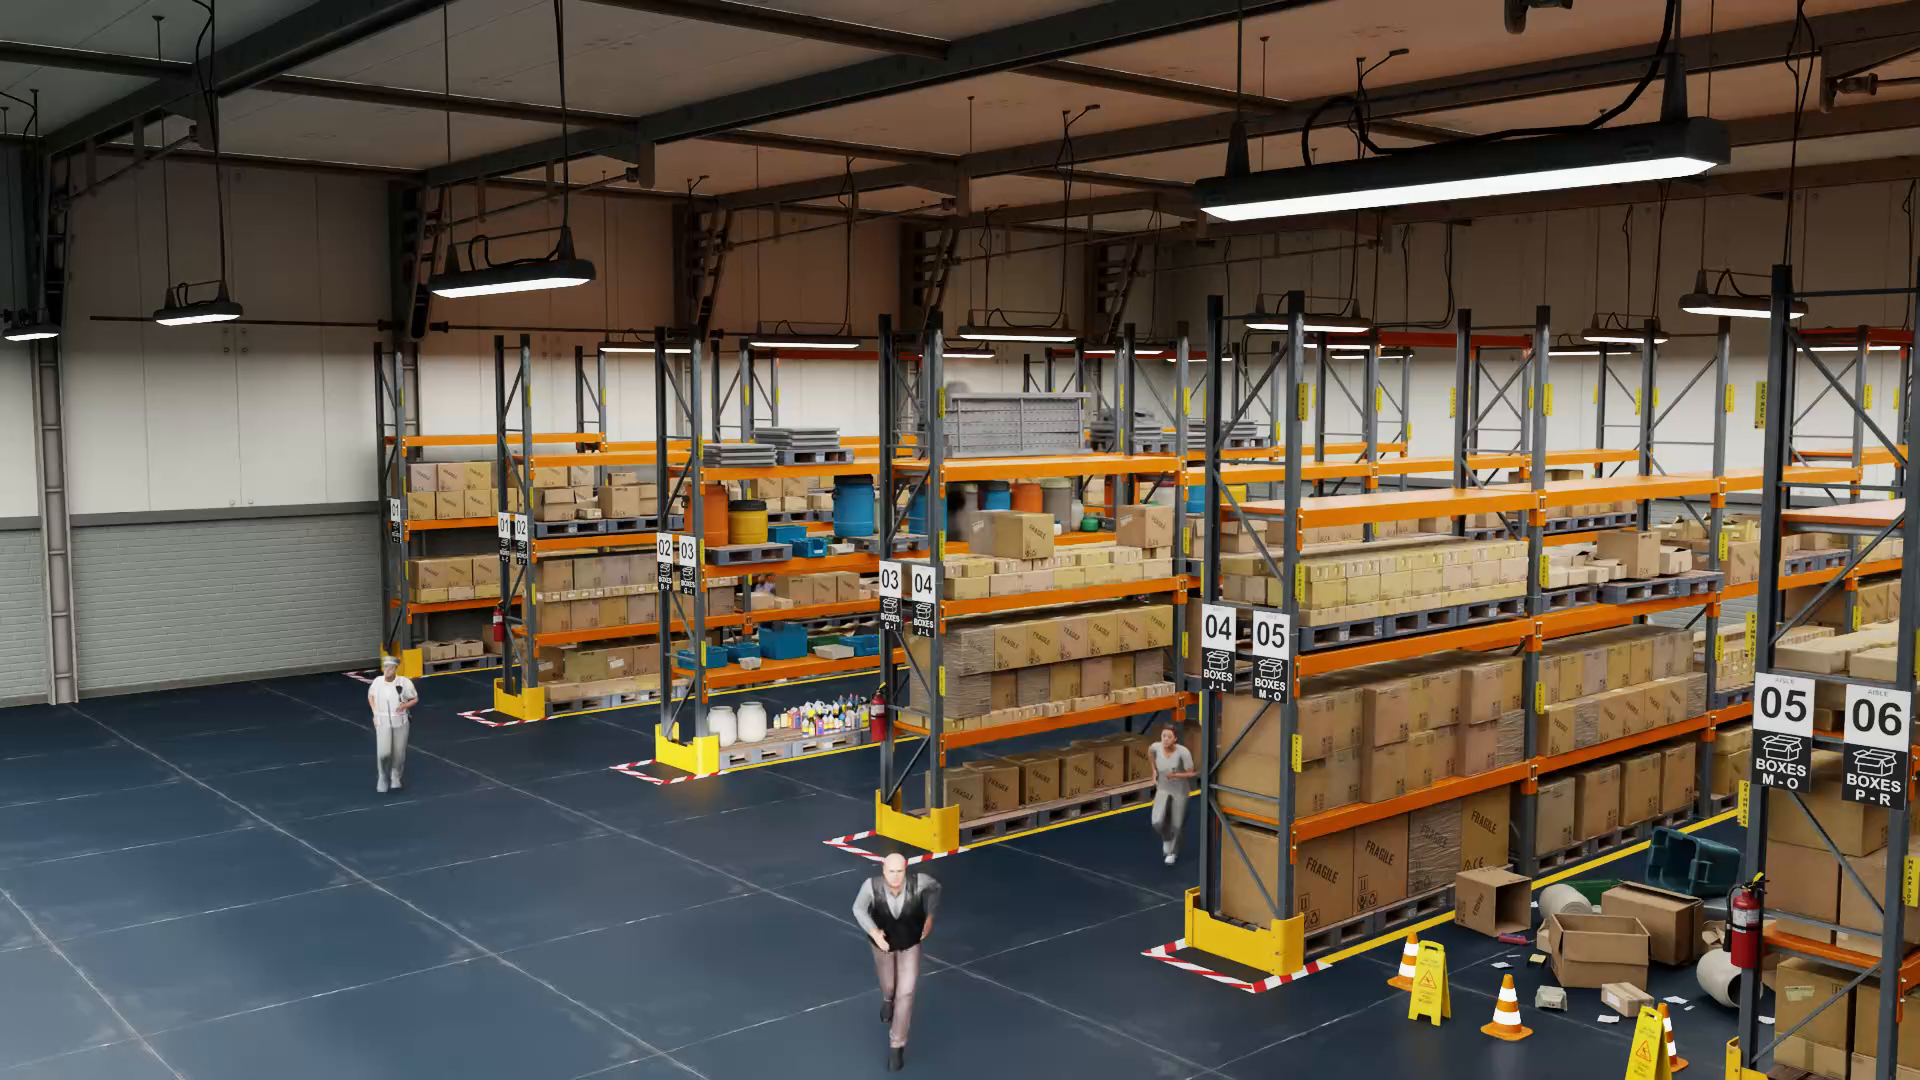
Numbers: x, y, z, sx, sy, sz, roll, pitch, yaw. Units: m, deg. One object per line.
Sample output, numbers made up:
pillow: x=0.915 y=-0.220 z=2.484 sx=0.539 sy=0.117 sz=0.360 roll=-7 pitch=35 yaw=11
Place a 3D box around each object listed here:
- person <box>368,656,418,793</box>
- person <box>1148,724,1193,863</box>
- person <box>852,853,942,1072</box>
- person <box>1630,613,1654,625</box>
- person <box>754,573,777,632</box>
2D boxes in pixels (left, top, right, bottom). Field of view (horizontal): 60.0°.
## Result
person: x=-7.249 y=2.365 z=21.251 sx=0.632 sy=1.798 sz=0.692 roll=-1 pitch=5 yaw=-13
person: x=2.251 y=2.739 z=17.889 sx=0.553 sy=1.593 sz=0.758 roll=2 pitch=6 yaw=19
person: x=-0.498 y=3.182 z=13.042 sx=0.697 sy=1.678 sz=1.009 roll=-1 pitch=5 yaw=-6
person: x=12.663 y=1.472 z=31.013 sx=0.643 sy=1.836 sz=0.842 roll=-1 pitch=5 yaw=-15
person: x=-3.704 y=1.432 z=32.140 sx=0.627 sy=1.685 sz=0.936 roll=4 pitch=7 yaw=38
